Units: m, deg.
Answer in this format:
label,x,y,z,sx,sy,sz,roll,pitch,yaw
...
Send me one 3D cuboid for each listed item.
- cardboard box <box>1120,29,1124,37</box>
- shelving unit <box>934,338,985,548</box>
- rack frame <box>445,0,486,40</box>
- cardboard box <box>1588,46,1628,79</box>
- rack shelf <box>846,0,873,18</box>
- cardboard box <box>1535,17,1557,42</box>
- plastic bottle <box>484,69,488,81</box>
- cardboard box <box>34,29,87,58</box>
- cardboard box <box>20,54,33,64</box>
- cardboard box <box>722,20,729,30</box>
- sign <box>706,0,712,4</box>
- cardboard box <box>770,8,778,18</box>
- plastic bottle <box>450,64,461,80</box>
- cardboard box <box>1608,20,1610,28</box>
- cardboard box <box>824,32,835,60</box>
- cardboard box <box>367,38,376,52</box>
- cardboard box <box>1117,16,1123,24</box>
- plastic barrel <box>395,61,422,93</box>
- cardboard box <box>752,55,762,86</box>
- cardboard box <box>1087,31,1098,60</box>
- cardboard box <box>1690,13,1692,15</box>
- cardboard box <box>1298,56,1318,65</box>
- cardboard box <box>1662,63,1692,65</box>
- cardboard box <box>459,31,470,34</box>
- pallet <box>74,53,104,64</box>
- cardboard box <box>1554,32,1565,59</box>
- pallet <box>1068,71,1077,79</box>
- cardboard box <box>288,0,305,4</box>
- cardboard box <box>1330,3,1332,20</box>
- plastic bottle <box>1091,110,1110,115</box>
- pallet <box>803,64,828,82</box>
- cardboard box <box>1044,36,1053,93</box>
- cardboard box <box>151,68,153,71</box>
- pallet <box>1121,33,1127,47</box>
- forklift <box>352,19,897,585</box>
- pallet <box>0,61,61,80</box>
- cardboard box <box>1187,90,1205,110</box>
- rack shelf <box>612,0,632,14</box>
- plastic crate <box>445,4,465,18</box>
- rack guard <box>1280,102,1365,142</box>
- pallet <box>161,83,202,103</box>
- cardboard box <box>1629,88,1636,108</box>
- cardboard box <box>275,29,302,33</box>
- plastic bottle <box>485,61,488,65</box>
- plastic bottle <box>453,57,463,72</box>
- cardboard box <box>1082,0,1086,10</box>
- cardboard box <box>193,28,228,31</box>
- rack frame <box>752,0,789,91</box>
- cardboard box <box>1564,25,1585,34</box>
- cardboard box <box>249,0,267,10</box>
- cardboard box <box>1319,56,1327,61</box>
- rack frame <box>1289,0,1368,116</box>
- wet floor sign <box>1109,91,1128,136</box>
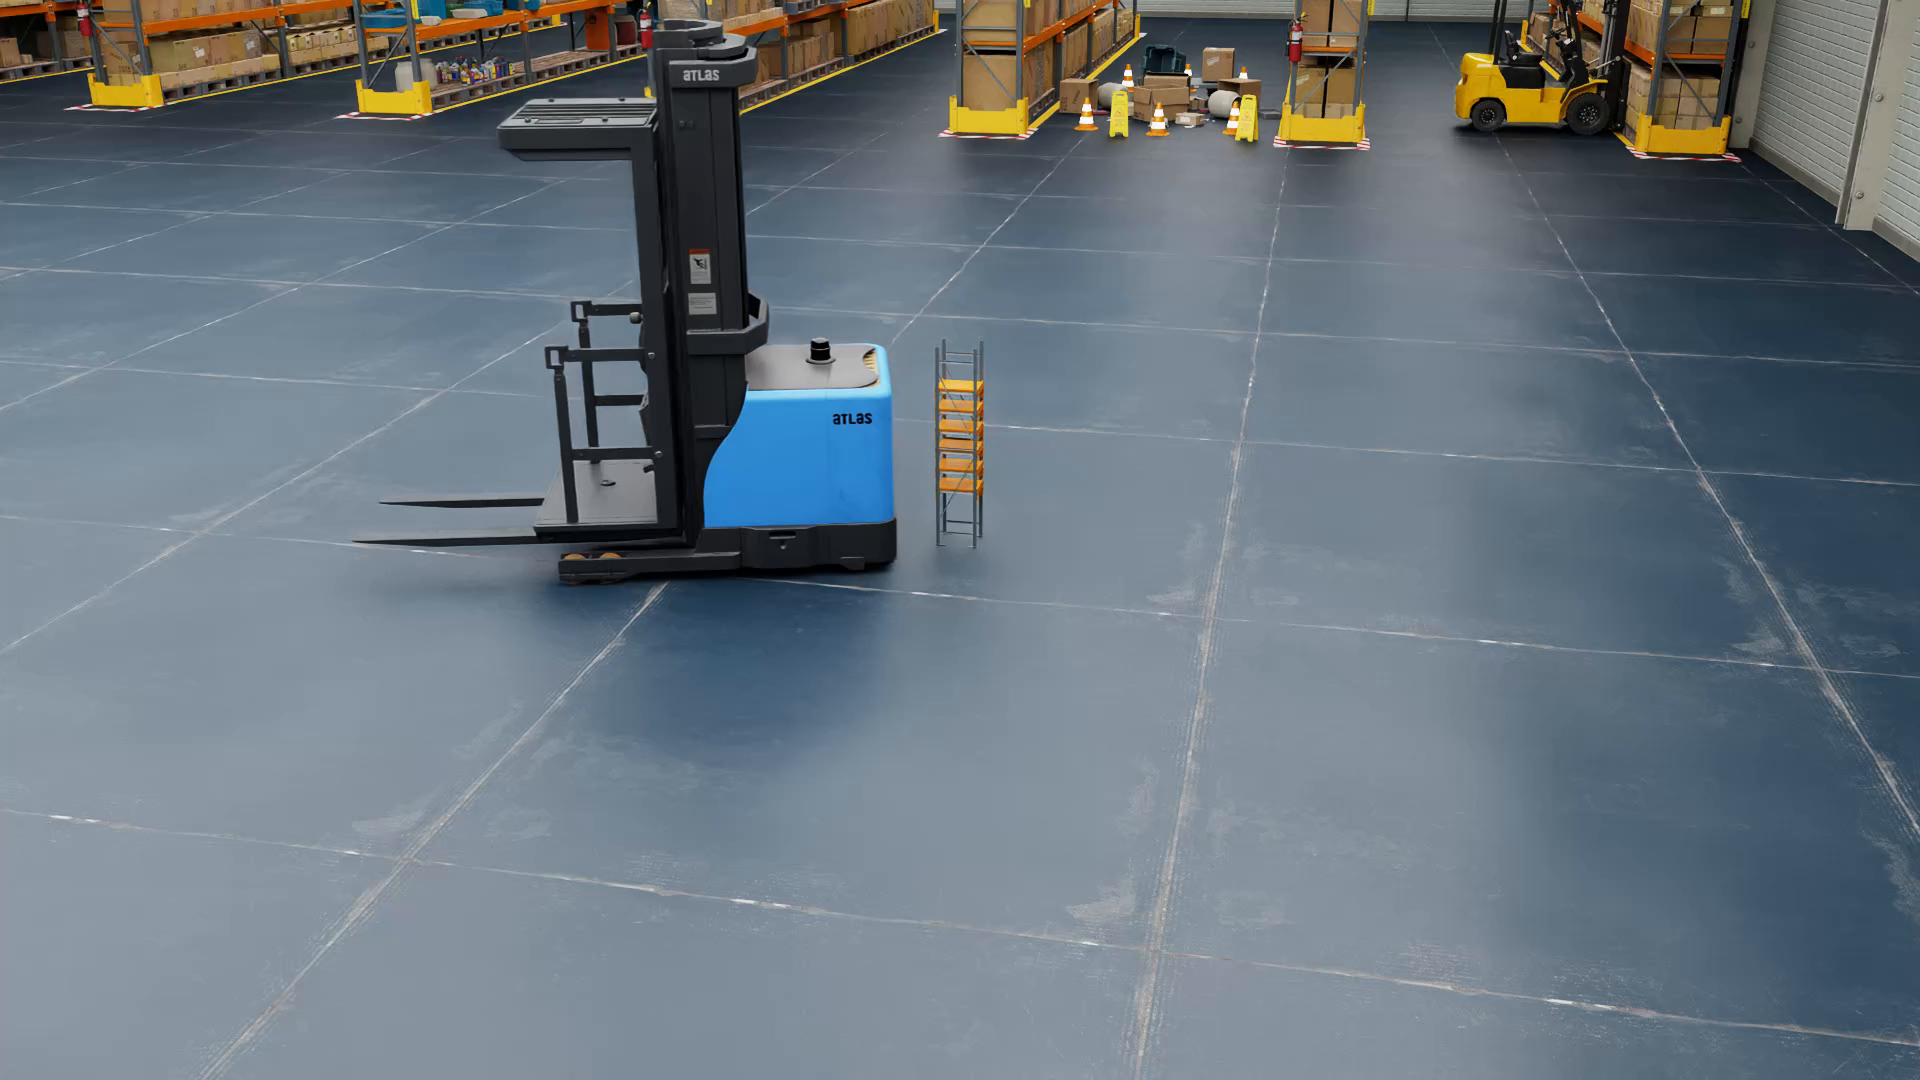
label,x,y,z,sx,sy,sz,roll,pitch,yaw
cardboard box,3.504,-11.458,37.543,0.380,0.149,0.250,4,22,9
shelving unit,-0.003,-0.551,9.616,0.258,1.200,0.189,4,22,11
rack frame,-11.642,-13.171,38.542,1.000,3.000,0.127,4,22,11
cardboard box,11.397,-8.200,28.814,0.875,0.625,0.625,4,22,9
rack shelf,-2.353,-11.349,34.982,1.077,0.370,4.000,4,22,11
cardboard box,12.797,-11.068,36.105,0.500,0.500,0.500,5,22,12
plastic bottle,-8.415,-8.222,29.411,0.097,0.201,0.097,0,22,0
cardboard box,-17.991,-9.937,33.268,0.700,0.500,0.500,5,23,13
cardboard box,-18.204,-9.313,32.167,0.380,0.166,0.250,2,22,4
cardboard box,-3.936,-8.269,26.706,0.380,0.149,0.250,4,22,11
sign,-3.862,-8.386,25.502,0.100,0.325,0.005,4,22,11
cardboard box,-3.394,-9.181,28.970,0.380,0.149,0.250,4,22,11
plastic bottle,-8.972,-8.317,29.546,0.152,0.276,0.135,4,22,11
cardboard box,10.831,-8.491,27.122,0.500,0.250,0.500,5,22,12
cardboard box,-2.878,-9.750,32.804,0.700,0.500,0.500,3,22,8
cardboard box,-12.428,-10.228,34.352,0.500,0.250,0.500,4,22,10
cardboard box,3.444,-11.635,37.184,0.380,0.149,0.250,5,22,12
plastic barrel,-9.183,-7.691,27.703,0.421,0.512,0.421,0,22,0
cardboard box,-3.807,-8.171,28.910,0.500,0.500,0.500,12,25,28
cardboard box,2.468,-9.811,32.983,0.500,0.500,0.500,4,22,9
cardboard box,10.626,-7.292,23.811,0.500,0.500,0.500,5,23,13
cardboard box,5.225,-7.291,25.188,0.380,0.149,0.250,5,22,12
cardboard box,10.868,-7.174,25.432,0.500,0.250,0.500,5,22,11
cardboard box,-11.571,-11.833,37.977,0.500,0.500,0.500,5,22,11
pallet,-17.720,-10.060,34.551,1.003,0.211,1.213,4,22,11
cardboard box,12.093,-9.780,32.906,0.500,0.500,0.500,4,22,9
pallet,1.588,-8.516,30.715,1.003,0.211,1.213,4,22,11
cardboard box,-12.893,-10.437,32.090,0.380,0.149,0.250,4,22,11
cardboard box,6.077,-8.357,26.058,0.500,0.500,0.500,5,22,12
plastic bottle,2.284,-6.944,27.013,0.283,0.061,0.133,-3,22,-8
pallet,-3.173,-8.928,31.738,1.003,0.211,1.213,4,22,11
cardboard box,1.061,-8.058,28.129,0.875,0.875,0.875,5,22,12
cardboard box,-14.180,-8.104,29.079,0.500,0.250,0.500,4,22,11
pallet,3.239,-11.402,37.882,1.003,0.211,1.213,4,22,11
forklift,-1.902,-1.318,9.203,3.031,2.935,1.130,-2,22,-4
pallet,-18.227,-9.080,32.116,1.003,0.211,1.213,4,22,11
cardboard box,3.857,-7.331,27.700,0.258,0.266,0.396,-11,25,-26
rack shelf,-7.202,-11.727,35.919,1.077,0.370,4.000,4,22,11
plastic crate,-8.979,-9.293,29.197,0.450,0.188,0.662,4,22,11
rack guard,5.324,-6.139,24.427,1.175,0.500,0.348,4,22,11
pallet,-13.975,-7.772,28.868,1.003,0.211,1.213,4,22,11
cardboard box,10.074,-6.429,24.251,0.500,0.250,0.500,4,22,10
cardboard box,-13.268,-9.968,32.956,0.500,0.311,0.500,4,22,11
plastic bottle,-8.465,-8.481,29.955,0.152,0.276,0.135,4,22,11
plastic bottle,-9.035,-8.509,29.923,0.144,0.351,0.185,4,22,9
cardboard box,2.040,-10.033,30.615,0.500,0.500,0.500,4,22,10
cardboard box,-13.770,-9.183,30.755,0.500,0.500,0.500,4,22,11
rack frame,-3.577,-9.489,29.399,1.000,3.000,0.127,4,22,11
cardboard box,12.078,-10.025,32.646,0.380,0.149,0.250,5,23,13
cardboard box,-13.359,-10.129,30.855,0.700,0.500,0.500,4,22,10
cardboard box,5.534,-7.419,26.375,0.500,0.500,0.500,6,23,14
rack frame,5.308,-7.270,23.891,1.000,3.000,0.127,4,22,11
wet floor sign,2.374,-6.357,24.775,0.267,0.644,0.232,1,22,2
